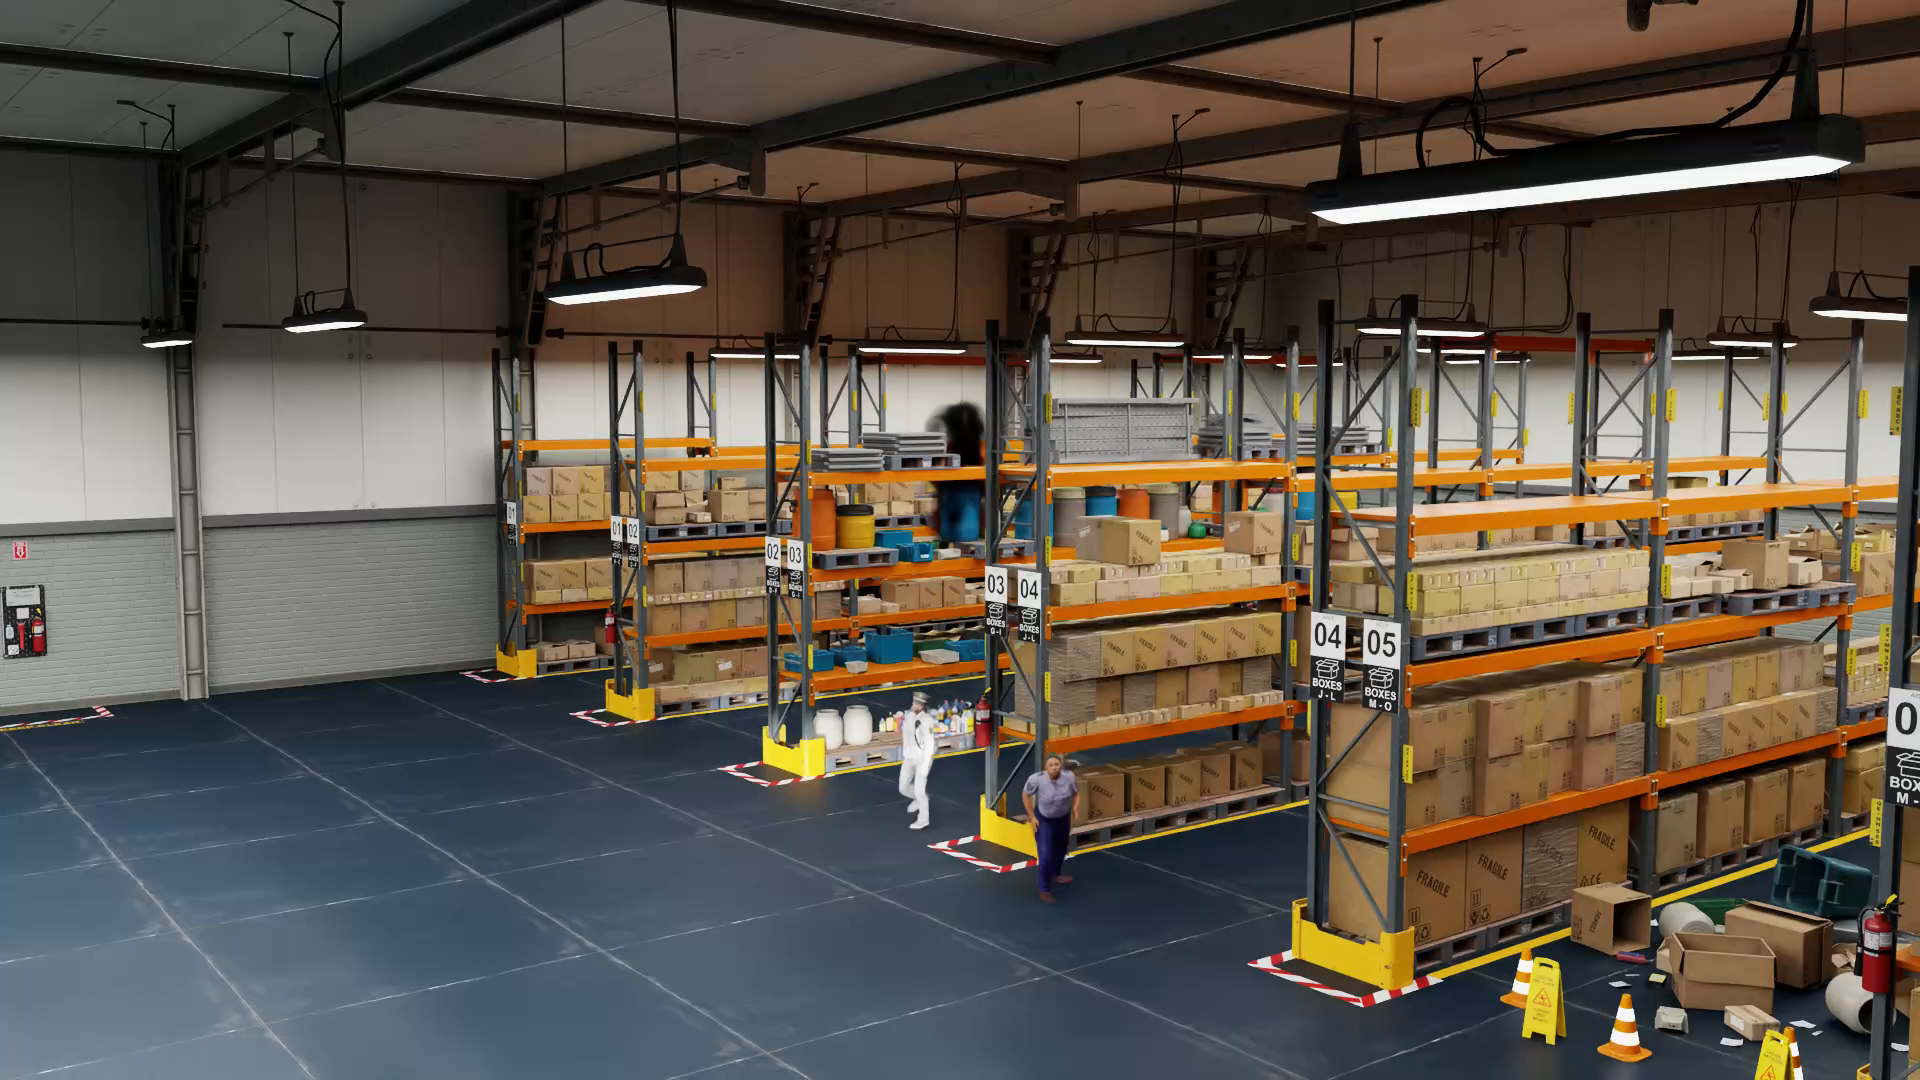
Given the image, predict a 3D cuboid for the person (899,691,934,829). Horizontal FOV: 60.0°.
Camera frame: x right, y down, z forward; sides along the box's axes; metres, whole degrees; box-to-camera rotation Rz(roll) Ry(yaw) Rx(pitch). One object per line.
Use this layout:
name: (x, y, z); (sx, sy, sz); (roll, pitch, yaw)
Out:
person: (-0.477, 2.587, 19.811); (0.648, 1.645, 0.567); (4, 6, 39)

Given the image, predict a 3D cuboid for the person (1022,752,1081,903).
person: (0.971, 2.901, 17.091); (0.673, 1.571, 0.854); (-2, 5, -21)

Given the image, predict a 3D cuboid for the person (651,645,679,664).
person: (-5.155, 1.808, 29.250); (0.714, 1.717, 0.995); (4, 7, 41)

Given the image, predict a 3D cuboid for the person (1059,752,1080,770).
person: (1.377, 2.504, 21.269); (0.574, 1.626, 0.616); (5, 7, 42)

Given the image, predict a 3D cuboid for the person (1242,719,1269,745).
person: (4.169, 2.207, 23.726); (0.826, 1.812, 0.652); (-3, 6, -31)
